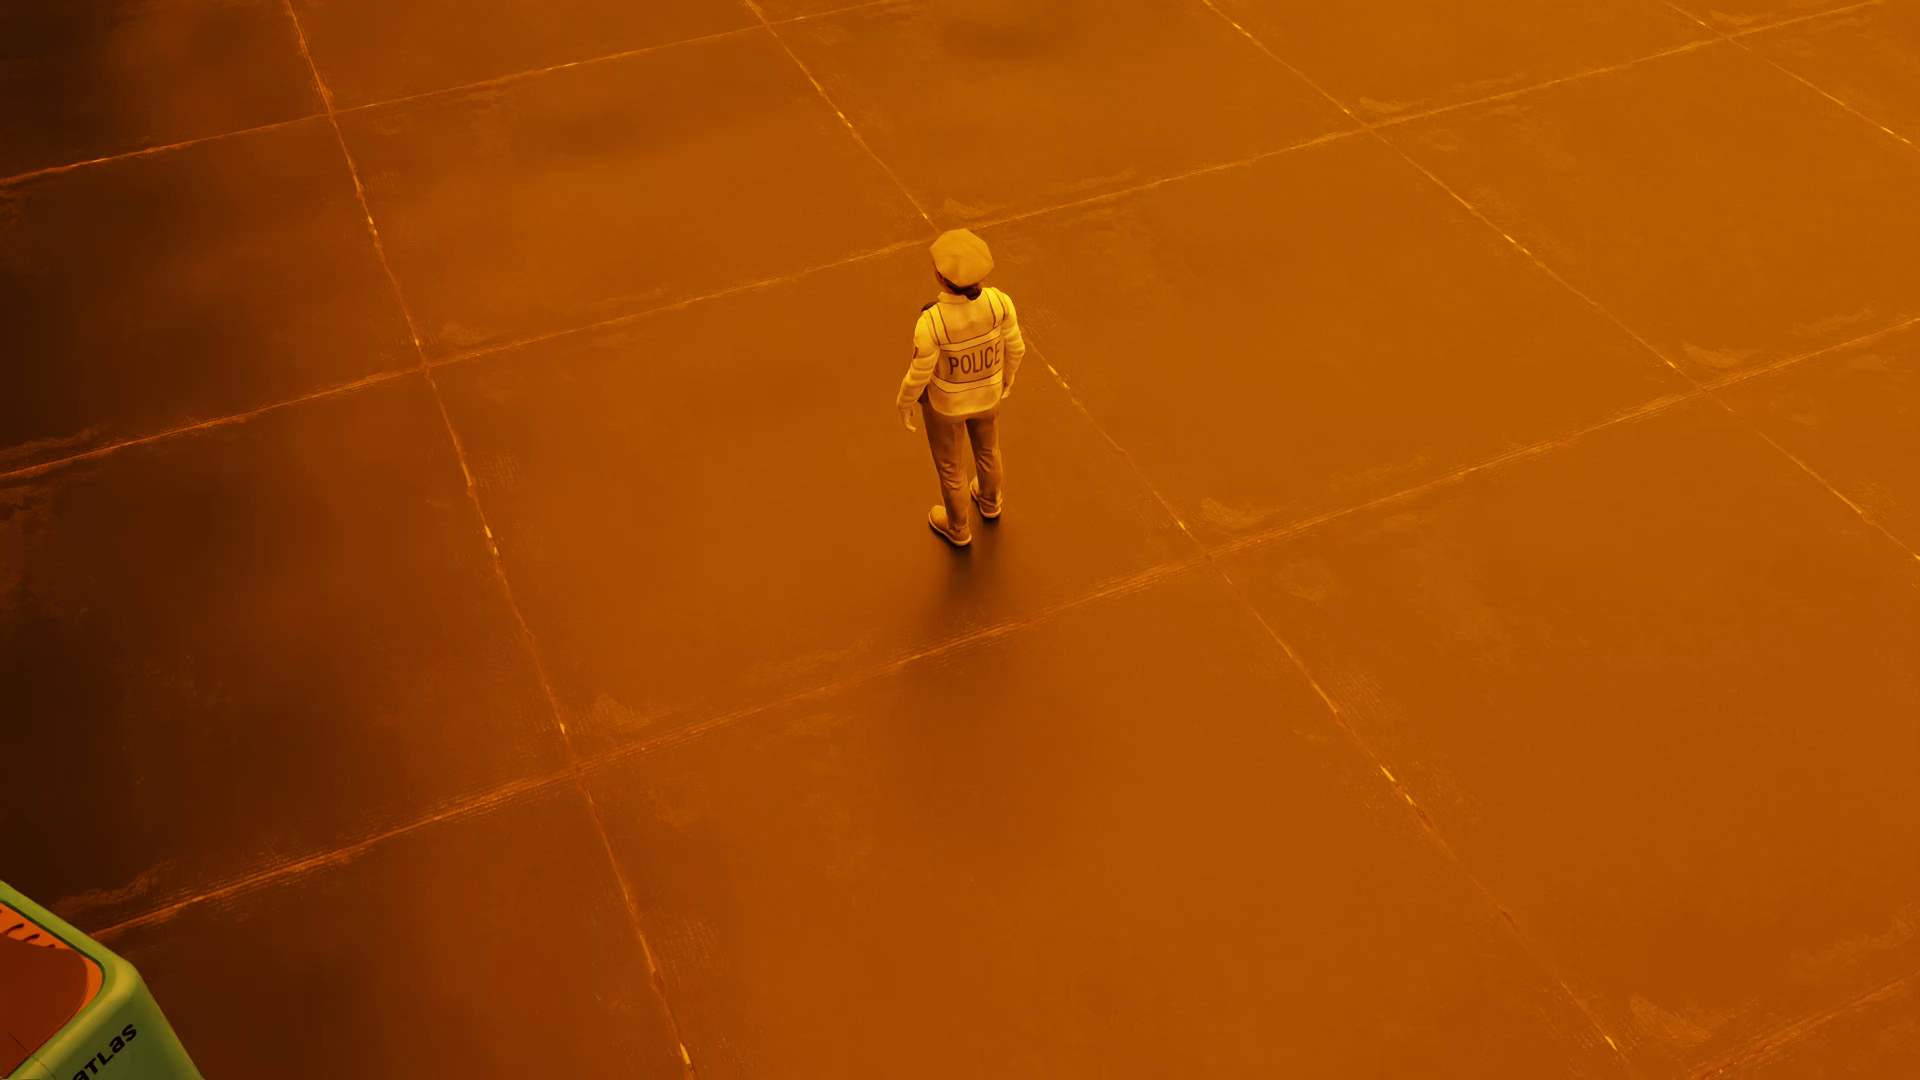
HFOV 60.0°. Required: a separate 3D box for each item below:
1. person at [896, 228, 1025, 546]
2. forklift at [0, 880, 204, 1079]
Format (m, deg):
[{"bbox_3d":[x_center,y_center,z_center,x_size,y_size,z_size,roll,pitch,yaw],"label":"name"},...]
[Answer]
[{"bbox_3d":[-0.023,-0.670,7.293,0.586,1.694,0.530,-18,46,-18],"label":"person"},{"bbox_3d":[-3.587,1.690,3.869,1.130,2.935,3.031,22,47,22],"label":"forklift"}]
